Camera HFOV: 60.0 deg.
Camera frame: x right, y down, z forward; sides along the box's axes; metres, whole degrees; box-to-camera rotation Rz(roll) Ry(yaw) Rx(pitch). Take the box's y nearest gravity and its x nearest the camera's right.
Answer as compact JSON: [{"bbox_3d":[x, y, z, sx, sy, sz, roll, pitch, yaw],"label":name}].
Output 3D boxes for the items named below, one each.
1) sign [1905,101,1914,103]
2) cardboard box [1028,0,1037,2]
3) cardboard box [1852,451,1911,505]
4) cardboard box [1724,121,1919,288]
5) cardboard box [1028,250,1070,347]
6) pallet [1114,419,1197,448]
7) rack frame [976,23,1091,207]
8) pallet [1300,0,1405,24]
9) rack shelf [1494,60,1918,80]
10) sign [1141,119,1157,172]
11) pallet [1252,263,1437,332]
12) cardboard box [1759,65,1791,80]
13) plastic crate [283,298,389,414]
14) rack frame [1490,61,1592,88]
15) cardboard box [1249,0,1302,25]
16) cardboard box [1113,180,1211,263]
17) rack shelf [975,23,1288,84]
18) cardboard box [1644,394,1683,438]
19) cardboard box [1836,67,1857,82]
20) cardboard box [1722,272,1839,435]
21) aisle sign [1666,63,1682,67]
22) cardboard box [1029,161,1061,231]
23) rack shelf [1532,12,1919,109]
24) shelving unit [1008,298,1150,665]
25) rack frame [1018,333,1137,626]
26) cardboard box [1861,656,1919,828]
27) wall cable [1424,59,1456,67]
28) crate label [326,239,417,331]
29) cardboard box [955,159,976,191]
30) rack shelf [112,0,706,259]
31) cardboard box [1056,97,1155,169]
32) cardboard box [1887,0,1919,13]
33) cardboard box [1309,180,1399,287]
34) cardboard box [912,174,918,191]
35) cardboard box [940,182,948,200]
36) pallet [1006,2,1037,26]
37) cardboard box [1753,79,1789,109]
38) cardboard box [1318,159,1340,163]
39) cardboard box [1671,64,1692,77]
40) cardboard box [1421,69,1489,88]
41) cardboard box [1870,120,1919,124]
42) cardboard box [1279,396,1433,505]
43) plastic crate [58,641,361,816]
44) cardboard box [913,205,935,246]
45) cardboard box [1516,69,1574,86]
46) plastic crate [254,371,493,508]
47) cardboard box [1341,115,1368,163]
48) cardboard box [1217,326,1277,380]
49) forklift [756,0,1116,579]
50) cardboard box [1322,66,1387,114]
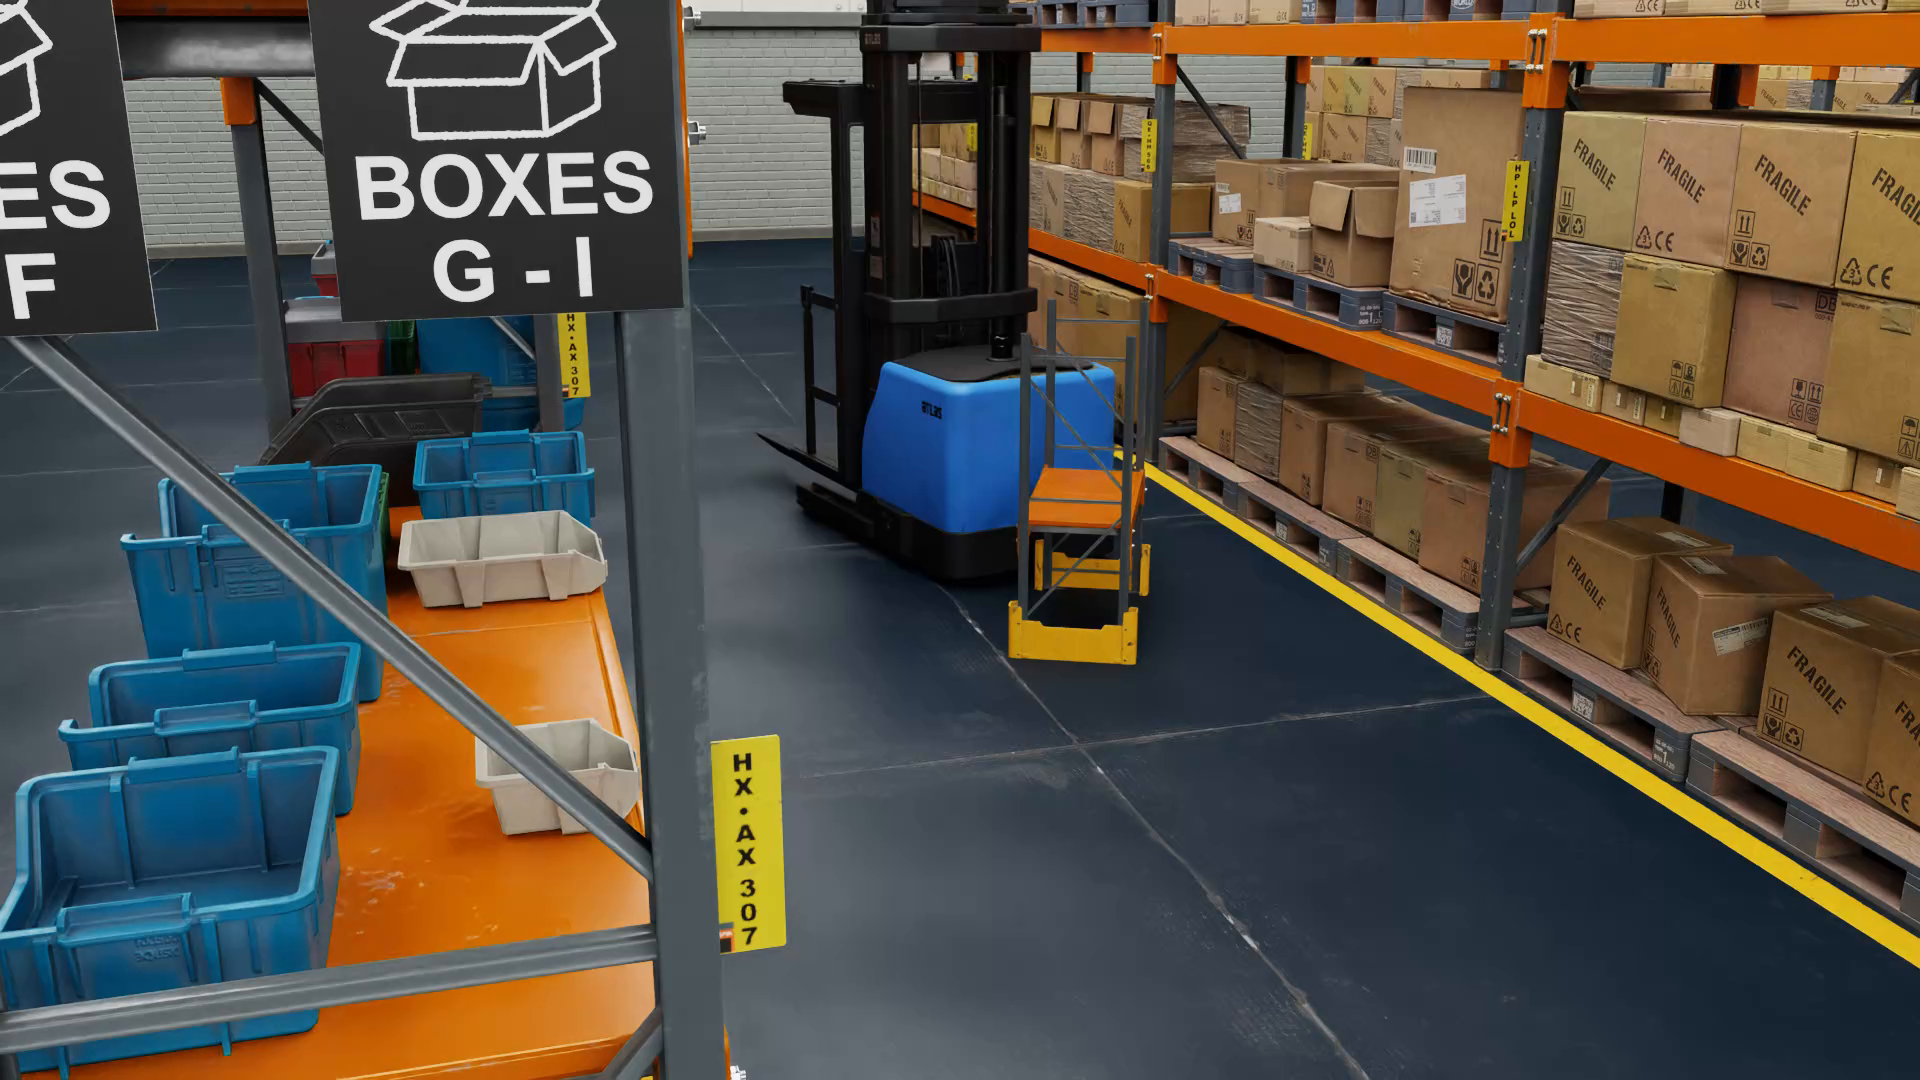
[{"bbox_3d":[9.632,-4.299,16.907,0.100,0.325,0.005,-5,17,-15],"label":"sign"},{"bbox_3d":[0.851,-4.392,13.069,0.500,0.311,0.500,-5,18,-17],"label":"cardboard box"},{"bbox_3d":[3.142,-0.211,5.378,0.380,0.149,0.250,-5,17,-15],"label":"cardboard box"},{"bbox_3d":[2.990,-1.142,5.612,0.500,0.500,0.500,-5,17,-15],"label":"cardboard box"},{"bbox_3d":[1.078,-1.868,13.420,1.225,0.875,0.875,-5,18,-17],"label":"cardboard box"},{"bbox_3d":[1.591,-0.889,12.045,1.003,0.211,1.213,-5,17,-15],"label":"pallet"},{"bbox_3d":[0.636,-3.107,14.582,1.000,3.000,0.127,-5,17,-15],"label":"rack frame"},{"bbox_3d":[2.480,-2.707,8.361,1.213,0.211,1.003,-5,17,-15],"label":"pallet"},{"bbox_3d":[5.983,-4.010,13.625,1.077,0.370,4.000,-5,17,-15],"label":"rack shelf"},{"bbox_3d":[1.203,-2.510,10.583,0.100,0.325,0.005,-5,17,-15],"label":"sign"},{"bbox_3d":[2.319,-1.364,9.114,1.003,0.211,1.213,-5,17,-15],"label":"pallet"},{"bbox_3d":[9.283,-5.282,18.783,0.380,0.149,0.250,-5,17,-17],"label":"cardboard box"},{"bbox_3d":[-2.355,-0.643,6.268,0.402,0.464,0.583,-5,17,-15],"label":"plastic crate"},{"bbox_3d":[5.433,-3.471,15.794,1.000,3.000,0.127,-5,17,-15],"label":"rack frame"},{"bbox_3d":[1.911,-2.932,9.045,0.500,0.250,0.500,-4,17,-14],"label":"cardboard box"},{"bbox_3d":[1.362,-2.165,11.273,0.500,0.500,0.500,-4,17,-14],"label":"cardboard box"},{"bbox_3d":[1.186,-3.646,12.412,1.077,0.370,4.000,-5,17,-15],"label":"rack shelf"},{"bbox_3d":[2.834,-0.485,6.290,0.380,0.149,0.250,-5,17,-15],"label":"cardboard box"},{"bbox_3d":[9.660,-5.008,17.870,0.380,0.149,0.250,-5,17,-16],"label":"cardboard box"},{"bbox_3d":[3.237,-0.684,5.824,0.875,0.500,0.500,-5,17,-15],"label":"cardboard box"},{"bbox_3d":[8.767,-6.239,20.490,0.394,0.787,0.004,-5,17,-15],"label":"aisle sign"},{"bbox_3d":[0.798,-2.731,13.154,0.500,0.500,0.500,-5,17,-17],"label":"cardboard box"},{"bbox_3d":[3.384,-1.433,5.045,1.077,0.370,4.000,-5,17,-15],"label":"rack shelf"},{"bbox_3d":[0.597,-0.316,7.897,0.587,1.500,1.083,3,17,9],"label":"shelving unit"},{"bbox_3d":[0.512,-0.169,7.408,0.500,1.500,0.032,3,17,9],"label":"rack frame"},{"bbox_3d":[3.428,0.697,5.533,0.500,0.500,0.500,-3,17,-10],"label":"cardboard box"},{"bbox_3d":[7.493,-7.056,25.909,0.585,1.953,0.123,-5,17,-15],"label":"wall cable"},{"bbox_3d":[-3.014,-1.330,8.604,0.502,0.435,0.616,-5,17,-15],"label":"crate label"},{"bbox_3d":[0.263,-3.279,14.898,0.500,0.250,0.500,-5,17,-16],"label":"cardboard box"},{"bbox_3d":[-1.378,-1.042,3.742,1.077,0.370,4.000,-5,17,-15],"label":"rack shelf"},{"bbox_3d":[1.183,-3.098,12.634,0.797,0.503,0.637,-4,17,-13],"label":"cardboard box"},{"bbox_3d":[3.141,-1.685,4.894,0.500,0.250,0.500,-5,17,-16],"label":"cardboard box"},{"bbox_3d":[2.270,-1.617,8.712,0.797,0.503,0.637,-3,17,-10],"label":"cardboard box"},{"bbox_3d":[-0.259,-3.544,16.472,0.380,0.149,0.250,-5,17,-17],"label":"cardboard box"},{"bbox_3d":[0.026,-3.259,15.523,0.380,0.149,0.250,-4,17,-14],"label":"cardboard box"},{"bbox_3d":[0.936,-4.202,13.347,0.805,0.209,1.217,-5,18,-17],"label":"pallet"},{"bbox_3d":[9.359,-4.946,18.793,0.500,0.500,0.500,-5,17,-15],"label":"cardboard box"},{"bbox_3d":[4.240,-4.196,18.644,0.380,0.149,0.250,-5,17,-17],"label":"cardboard box"},{"bbox_3d":[8.897,-5.714,20.222,0.380,0.149,0.250,-4,17,-14],"label":"cardboard box"},{"bbox_3d":[4.897,-4.392,16.430,0.500,0.500,0.500,-5,18,-17],"label":"cardboard box"},{"bbox_3d":[3.498,-1.184,5.751,0.500,0.500,0.500,-5,17,-15],"label":"cardboard box"},{"bbox_3d":[2.266,-0.522,9.555,0.700,0.500,0.500,-3,17,-11],"label":"cardboard box"},{"bbox_3d":[-1.426,0.380,3.231,0.499,0.251,0.408,-5,17,-15],"label":"plastic crate"},{"bbox_3d":[0.040,-2.975,17.104,0.875,0.875,0.875,-5,17,-15],"label":"cardboard box"},{"bbox_3d":[5.543,-4.285,16.073,0.500,0.500,0.500,-4,17,-14],"label":"cardboard box"},{"bbox_3d":[-1.906,-0.318,5.405,0.767,0.338,0.504,-5,17,-15],"label":"plastic crate"},{"bbox_3d":[4.486,-4.340,17.994,0.500,0.500,0.500,-4,17,-15],"label":"cardboard box"},{"bbox_3d":[1.949,-1.190,10.478,0.500,0.250,0.500,-4,17,-13],"label":"cardboard box"},{"bbox_3d":[-0.324,-1.578,9.610,1.130,2.935,3.031,-9,19,-28],"label":"forklift"},{"bbox_3d":[4.347,-4.963,18.330,0.500,0.500,0.500,-4,17,-14],"label":"cardboard box"}]
